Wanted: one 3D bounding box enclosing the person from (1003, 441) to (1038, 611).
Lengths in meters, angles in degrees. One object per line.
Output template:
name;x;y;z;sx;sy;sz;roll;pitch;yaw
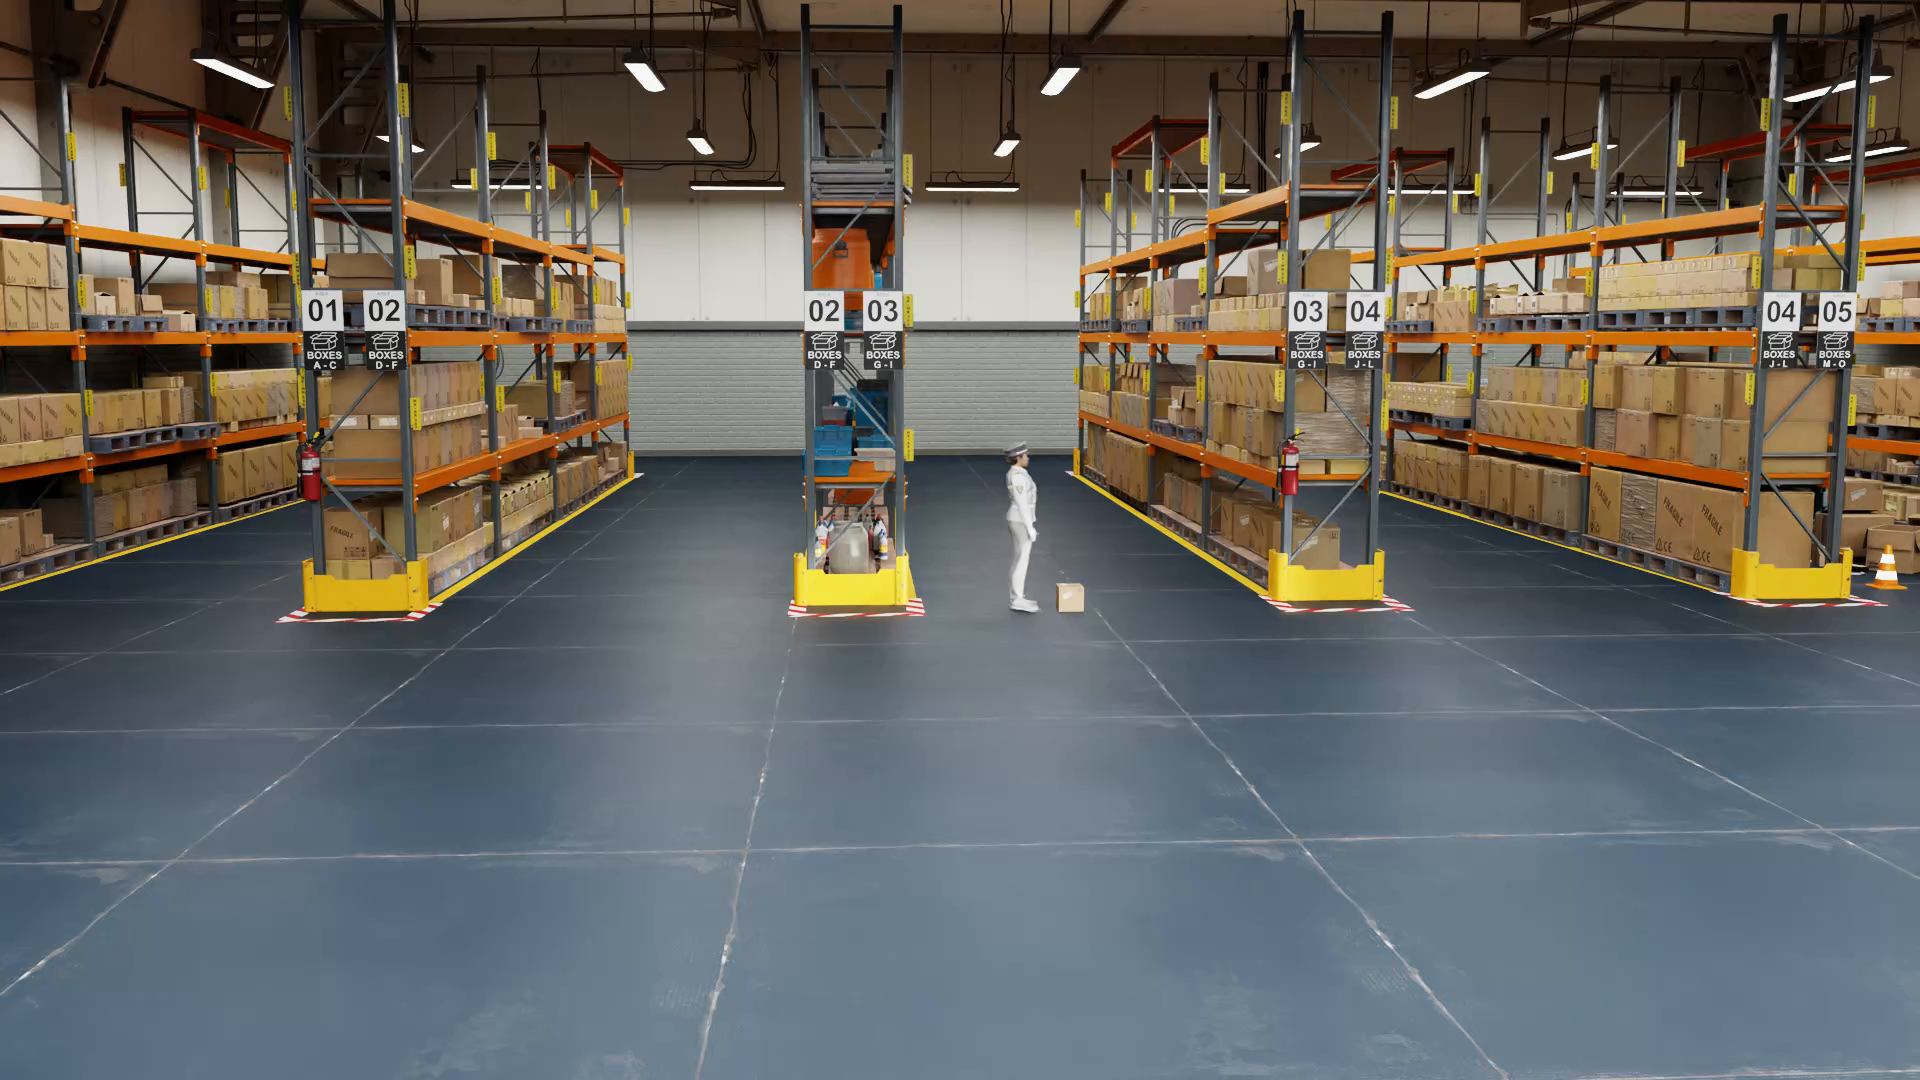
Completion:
person;0.612;-0.149;16.700;0.363;1.695;0.489;0;7;-3
